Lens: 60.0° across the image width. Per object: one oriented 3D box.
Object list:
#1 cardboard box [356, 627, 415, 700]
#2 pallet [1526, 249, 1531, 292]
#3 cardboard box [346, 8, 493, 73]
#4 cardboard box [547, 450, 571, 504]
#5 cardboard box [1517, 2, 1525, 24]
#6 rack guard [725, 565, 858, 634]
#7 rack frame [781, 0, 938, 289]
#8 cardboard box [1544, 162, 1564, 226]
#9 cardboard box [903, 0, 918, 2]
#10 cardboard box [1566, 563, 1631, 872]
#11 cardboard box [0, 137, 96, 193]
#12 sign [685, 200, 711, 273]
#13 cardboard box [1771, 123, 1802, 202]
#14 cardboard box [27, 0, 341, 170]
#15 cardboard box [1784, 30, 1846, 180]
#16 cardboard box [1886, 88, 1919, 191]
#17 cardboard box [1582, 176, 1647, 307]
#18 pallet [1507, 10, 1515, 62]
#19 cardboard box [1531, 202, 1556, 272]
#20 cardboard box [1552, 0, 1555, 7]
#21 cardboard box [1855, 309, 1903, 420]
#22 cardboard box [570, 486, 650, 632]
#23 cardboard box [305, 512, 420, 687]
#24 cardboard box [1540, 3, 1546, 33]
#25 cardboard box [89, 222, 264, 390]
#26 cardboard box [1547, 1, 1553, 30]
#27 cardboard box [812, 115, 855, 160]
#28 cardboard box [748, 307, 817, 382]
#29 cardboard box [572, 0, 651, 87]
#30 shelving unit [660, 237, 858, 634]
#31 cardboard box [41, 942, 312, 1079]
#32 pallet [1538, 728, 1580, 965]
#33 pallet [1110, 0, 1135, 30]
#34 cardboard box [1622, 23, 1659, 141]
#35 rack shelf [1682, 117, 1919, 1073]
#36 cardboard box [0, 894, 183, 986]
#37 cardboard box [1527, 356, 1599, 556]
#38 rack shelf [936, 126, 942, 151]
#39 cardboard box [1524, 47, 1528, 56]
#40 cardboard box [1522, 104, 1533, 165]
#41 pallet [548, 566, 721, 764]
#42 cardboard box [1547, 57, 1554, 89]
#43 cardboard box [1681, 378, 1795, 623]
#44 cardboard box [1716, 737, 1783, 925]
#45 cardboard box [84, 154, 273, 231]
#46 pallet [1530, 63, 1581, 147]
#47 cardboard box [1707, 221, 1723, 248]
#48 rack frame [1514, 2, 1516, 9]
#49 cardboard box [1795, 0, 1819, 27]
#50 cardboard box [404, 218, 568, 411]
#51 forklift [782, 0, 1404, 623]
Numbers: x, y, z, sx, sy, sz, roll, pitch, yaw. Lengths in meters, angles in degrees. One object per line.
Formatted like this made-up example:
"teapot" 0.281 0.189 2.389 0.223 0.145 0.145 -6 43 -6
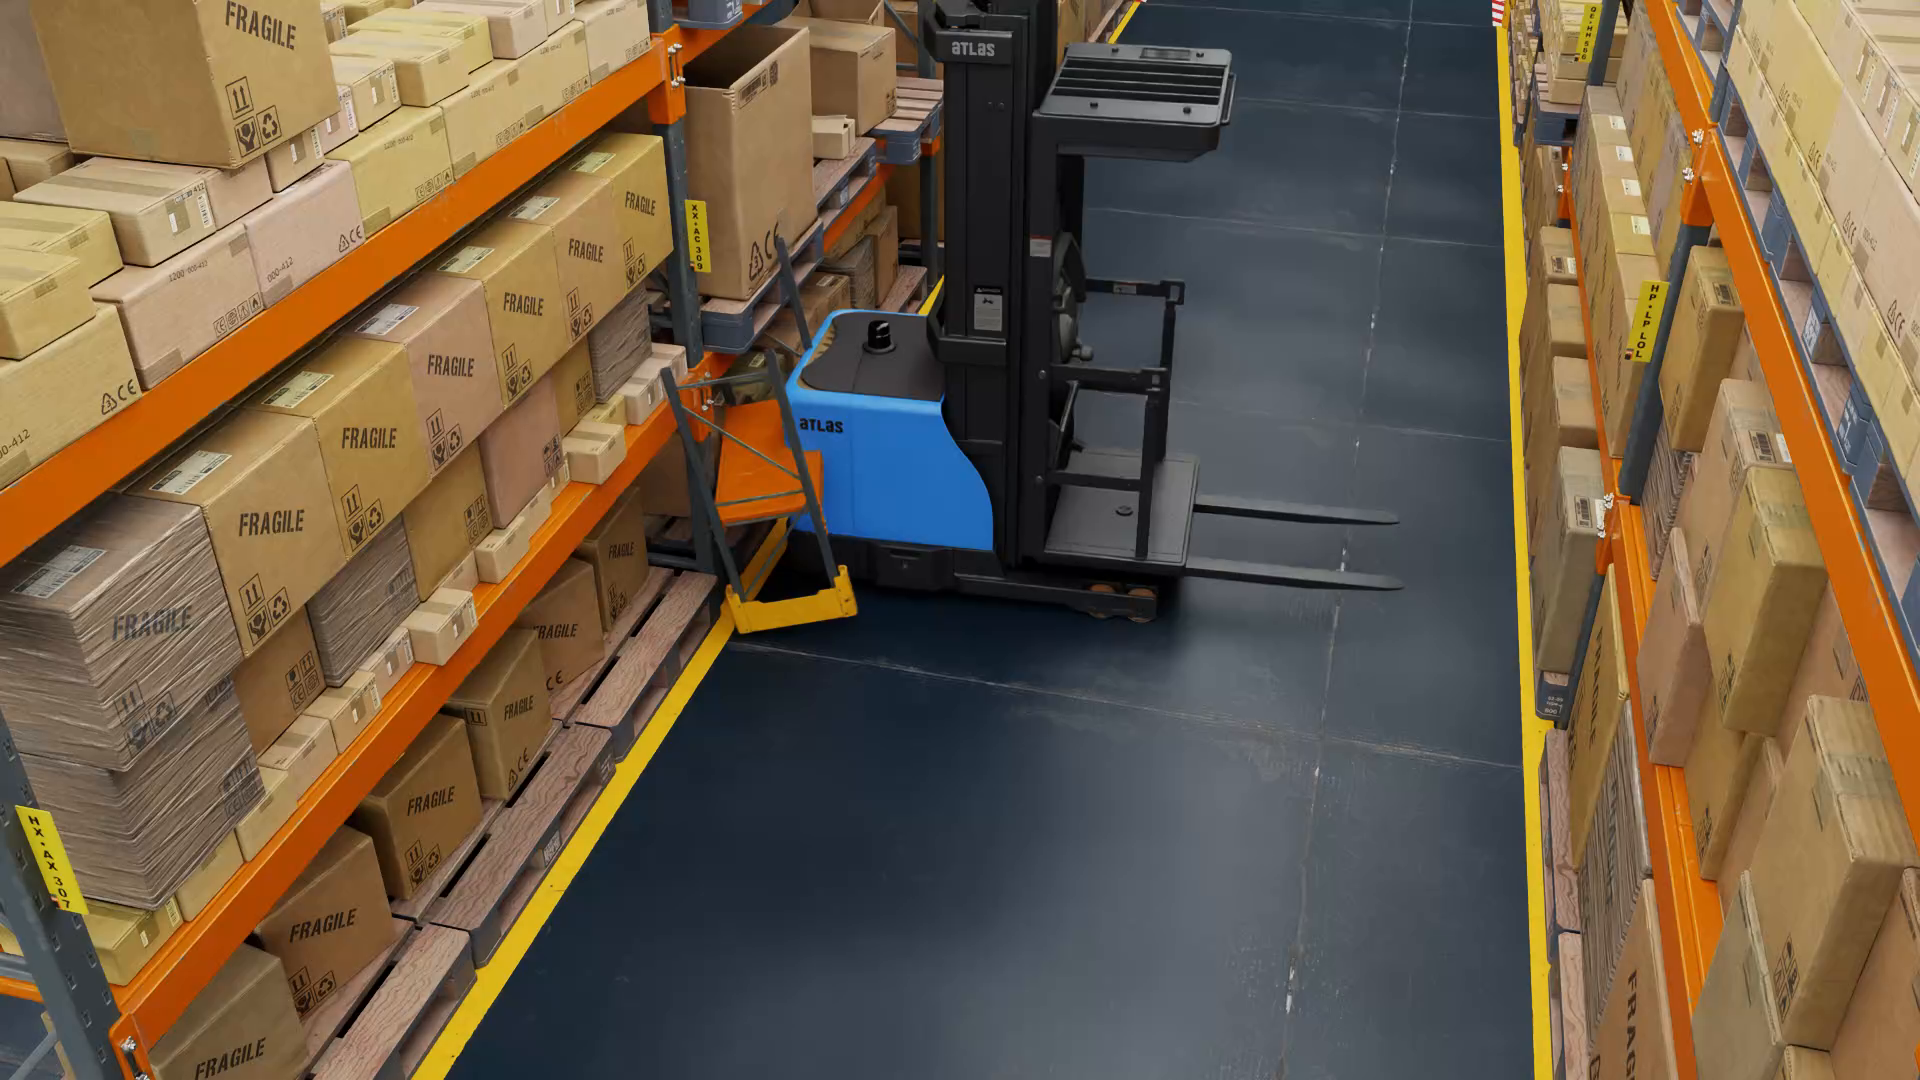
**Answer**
"cardboard box" -2.068 0.395 5.568 0.380 0.149 0.250 8 33 12
"pallet" 4.320 -1.599 11.068 1.003 0.211 1.213 8 33 12
"cardboard box" -1.788 -1.646 5.516 0.380 0.149 0.250 9 34 14
"cardboard box" -1.778 -0.258 6.594 0.380 0.149 0.250 8 33 12
"cardboard box" 5.498 -4.992 15.796 0.380 0.149 0.250 9 34 14
"rack guard" -0.804 0.285 7.951 0.587 0.250 0.087 -9 38 4
"rack frame" -0.652 -3.098 10.827 1.000 3.000 0.127 8 33 12
"cardboard box" 4.040 -2.200 10.654 0.500 0.250 0.500 7 33 11
"cardboard box" -0.451 -3.941 11.124 0.797 0.503 0.637 9 34 14
"cardboard box" 2.878 0.742 6.376 0.875 0.875 0.875 9 33 13
"cardboard box" -2.546 -1.025 4.538 0.380 0.149 0.250 8 33 13
"sign" -1.140 -1.318 7.220 0.100 0.325 0.005 8 33 12
"cardboard box" 2.427 -1.003 4.485 0.380 0.149 0.250 7 33 12
"cardboard box" -2.044 -1.325 4.405 0.500 0.500 0.500 8 33 12
"cardboard box" 2.456 -1.102 4.270 0.500 0.250 0.500 8 33 12
"cardboard box" 2.170 -0.815 3.447 0.380 0.149 0.250 8 33 12
"cardboard box" 3.362 -1.432 8.113 0.500 0.500 0.500 8 33 12
"pallet" 5.891 -4.889 16.243 1.003 0.211 1.213 8 33 12
"cardboard box" 4.034 -1.870 10.833 0.500 0.500 0.500 8 33 12
"cardboard box" 4.064 -3.538 10.808 0.380 0.149 0.250 8 33 12
"cardboard box" 2.105 -0.345 3.450 0.380 0.149 0.250 8 33 12
"cardboard box" -1.807 0.058 7.802 0.500 0.500 0.500 7 33 11
"cardboard box" -2.336 0.075 5.466 0.875 0.500 0.500 8 33 12
"cardboard box" 4.197 -3.567 11.407 0.380 0.149 0.250 7 33 10
"cardboard box" -2.185 -0.632 4.293 0.500 0.250 0.500 7 33 11
"cardboard box" 4.065 -3.420 10.898 0.380 0.149 0.250 8 33 12
"cardboard box" -0.814 -2.316 9.331 0.396 0.266 0.258 7 33 11
"cardboard box" -1.209 -1.004 9.453 0.700 0.500 0.500 5 33 8
"cardboard box" -1.530 -1.953 6.369 0.500 0.250 0.500 9 34 14
"shelving unit" -0.932 -0.503 7.964 0.587 1.500 1.083 -9 38 4
"cardboard box" -2.507 1.609 5.361 0.500 0.500 0.500 14 35 21
"pallet" 2.836 1.266 6.561 1.003 0.211 1.213 8 33 12
"pallet" 1.251 -5.647 17.436 1.003 0.211 1.213 8 33 12
"cardboard box" 3.870 -2.340 8.610 0.700 0.500 0.500 8 33 12
"rack shelf" 2.597 -0.219 4.173 1.077 0.370 4.000 8 33 12
"cardboard box" -2.379 1.044 4.546 0.380 0.149 0.250 8 33 12
"cardboard box" 3.424 -0.357 8.221 1.050 0.750 0.750 8 33 12
"rack shelf" -0.144 -3.832 12.653 1.077 0.370 4.000 8 33 12
"cardboard box" 5.299 -4.333 15.036 0.380 0.149 0.250 9 33 13
"cardboard box" 4.691 -3.221 12.959 0.500 0.500 0.500 9 34 14
"pallet" -1.803 0.508 7.754 1.003 0.211 1.213 8 33 12
"cardboard box" 3.865 -2.889 10.340 0.380 0.149 0.250 8 33 12
"cardboard box" 2.681 -0.064 4.908 0.875 0.550 0.550 8 33 12
"cardboard box" 2.522 0.957 4.308 0.875 0.550 0.550 8 33 12
"cardboard box" -2.081 -0.955 4.429 0.380 0.149 0.250 8 33 12
"pallet" 4.198 -2.674 10.338 1.213 0.211 1.003 8 33 12
"cardboard box" 3.225 -1.017 6.529 0.700 0.500 0.500 7 33 12
"rack frame" 6.150 -6.522 16.213 1.000 3.000 0.127 8 33 12
"cardboard box" 2.492 -1.472 4.480 0.380 0.149 0.250 7 33 12
"cardboard box" -1.768 -0.822 5.944 0.500 0.500 0.500 8 33 12
"forklift" 0.701 -1.145 7.818 3.031 2.935 1.130 6 33 9
